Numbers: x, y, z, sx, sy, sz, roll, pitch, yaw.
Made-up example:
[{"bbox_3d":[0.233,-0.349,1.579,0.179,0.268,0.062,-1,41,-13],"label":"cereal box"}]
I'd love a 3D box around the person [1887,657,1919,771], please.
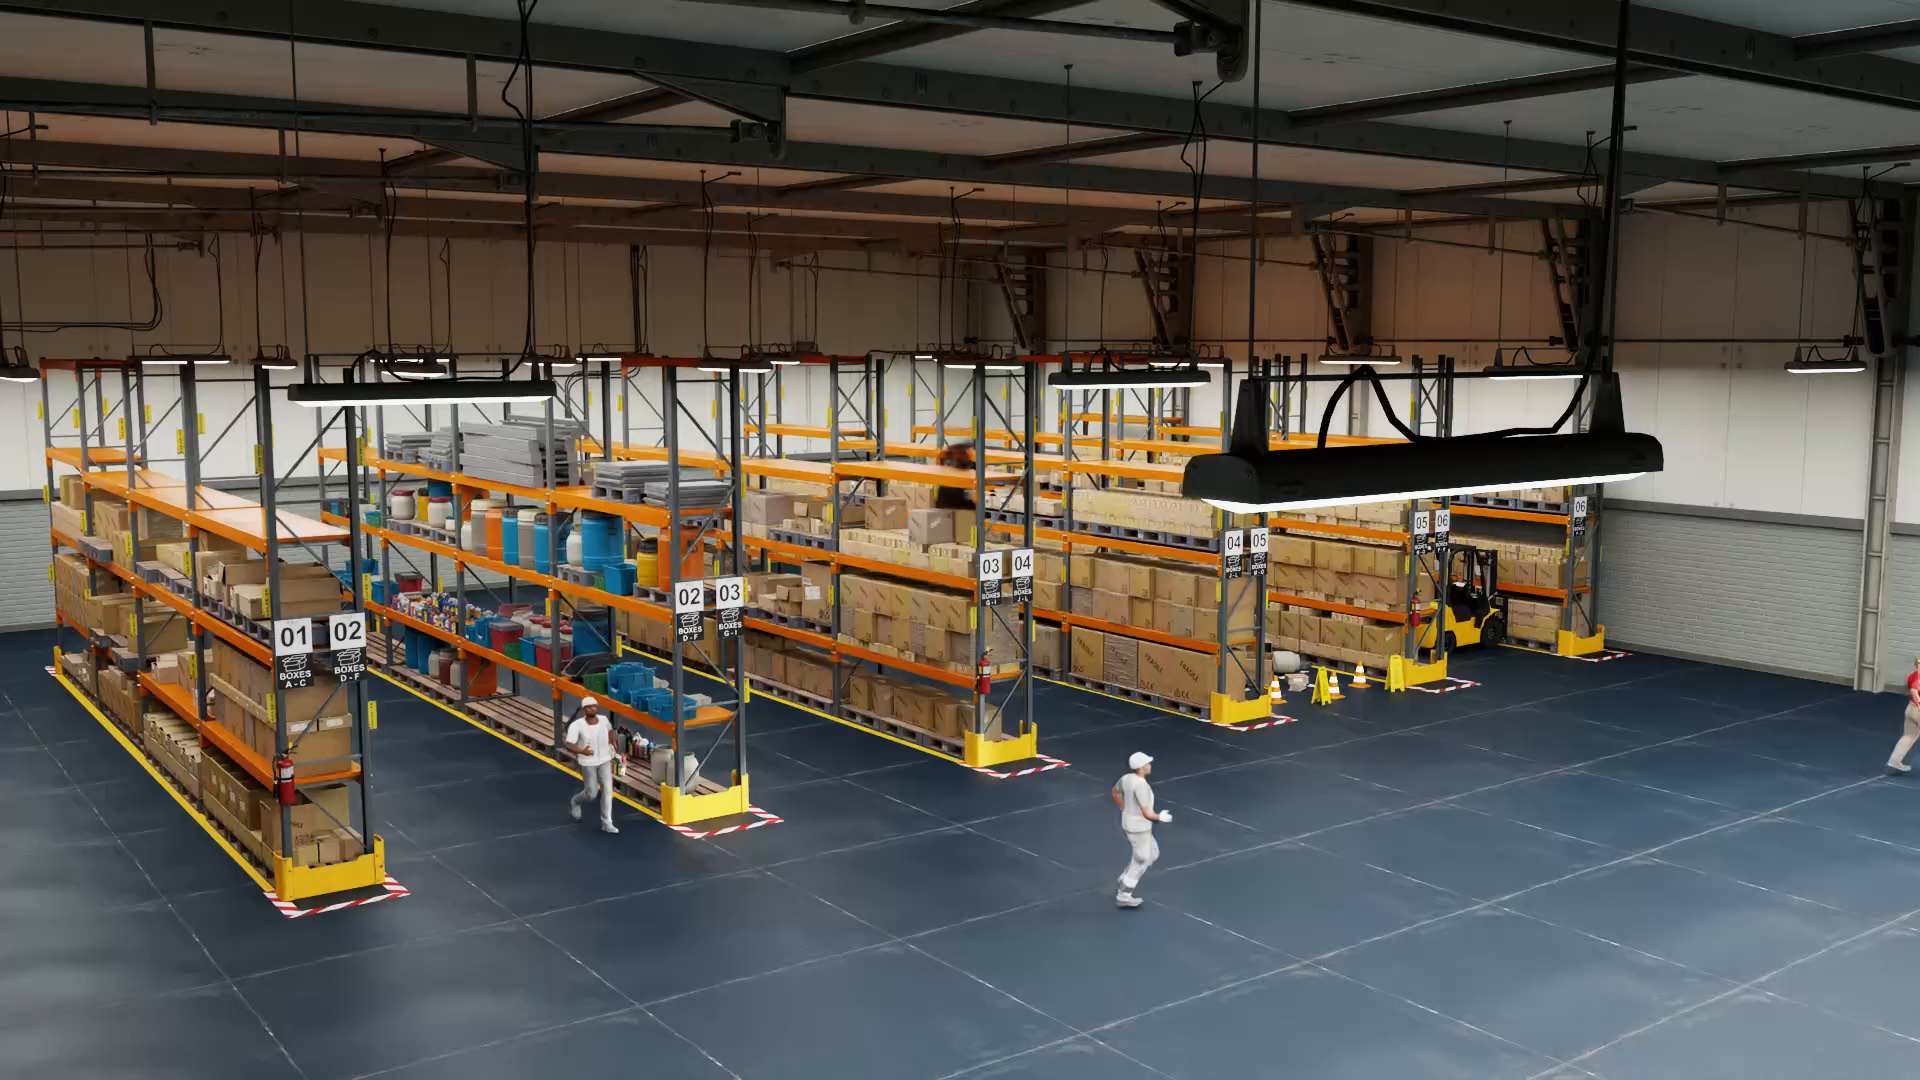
[{"bbox_3d":[13.976,2.591,24.190,0.762,1.798,0.631,0,7,2],"label":"person"}]

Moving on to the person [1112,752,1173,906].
[{"bbox_3d":[2.047,3.191,18.613,0.615,1.688,0.699,-1,7,-10],"label":"person"}]

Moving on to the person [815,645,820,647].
[{"bbox_3d":[-3.024,1.326,34.627,0.660,1.746,0.578,-5,8,-34],"label":"person"}]

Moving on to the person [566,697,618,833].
[{"bbox_3d":[-4.708,2.894,21.576,0.715,1.712,0.931,-5,8,-36],"label":"person"}]
